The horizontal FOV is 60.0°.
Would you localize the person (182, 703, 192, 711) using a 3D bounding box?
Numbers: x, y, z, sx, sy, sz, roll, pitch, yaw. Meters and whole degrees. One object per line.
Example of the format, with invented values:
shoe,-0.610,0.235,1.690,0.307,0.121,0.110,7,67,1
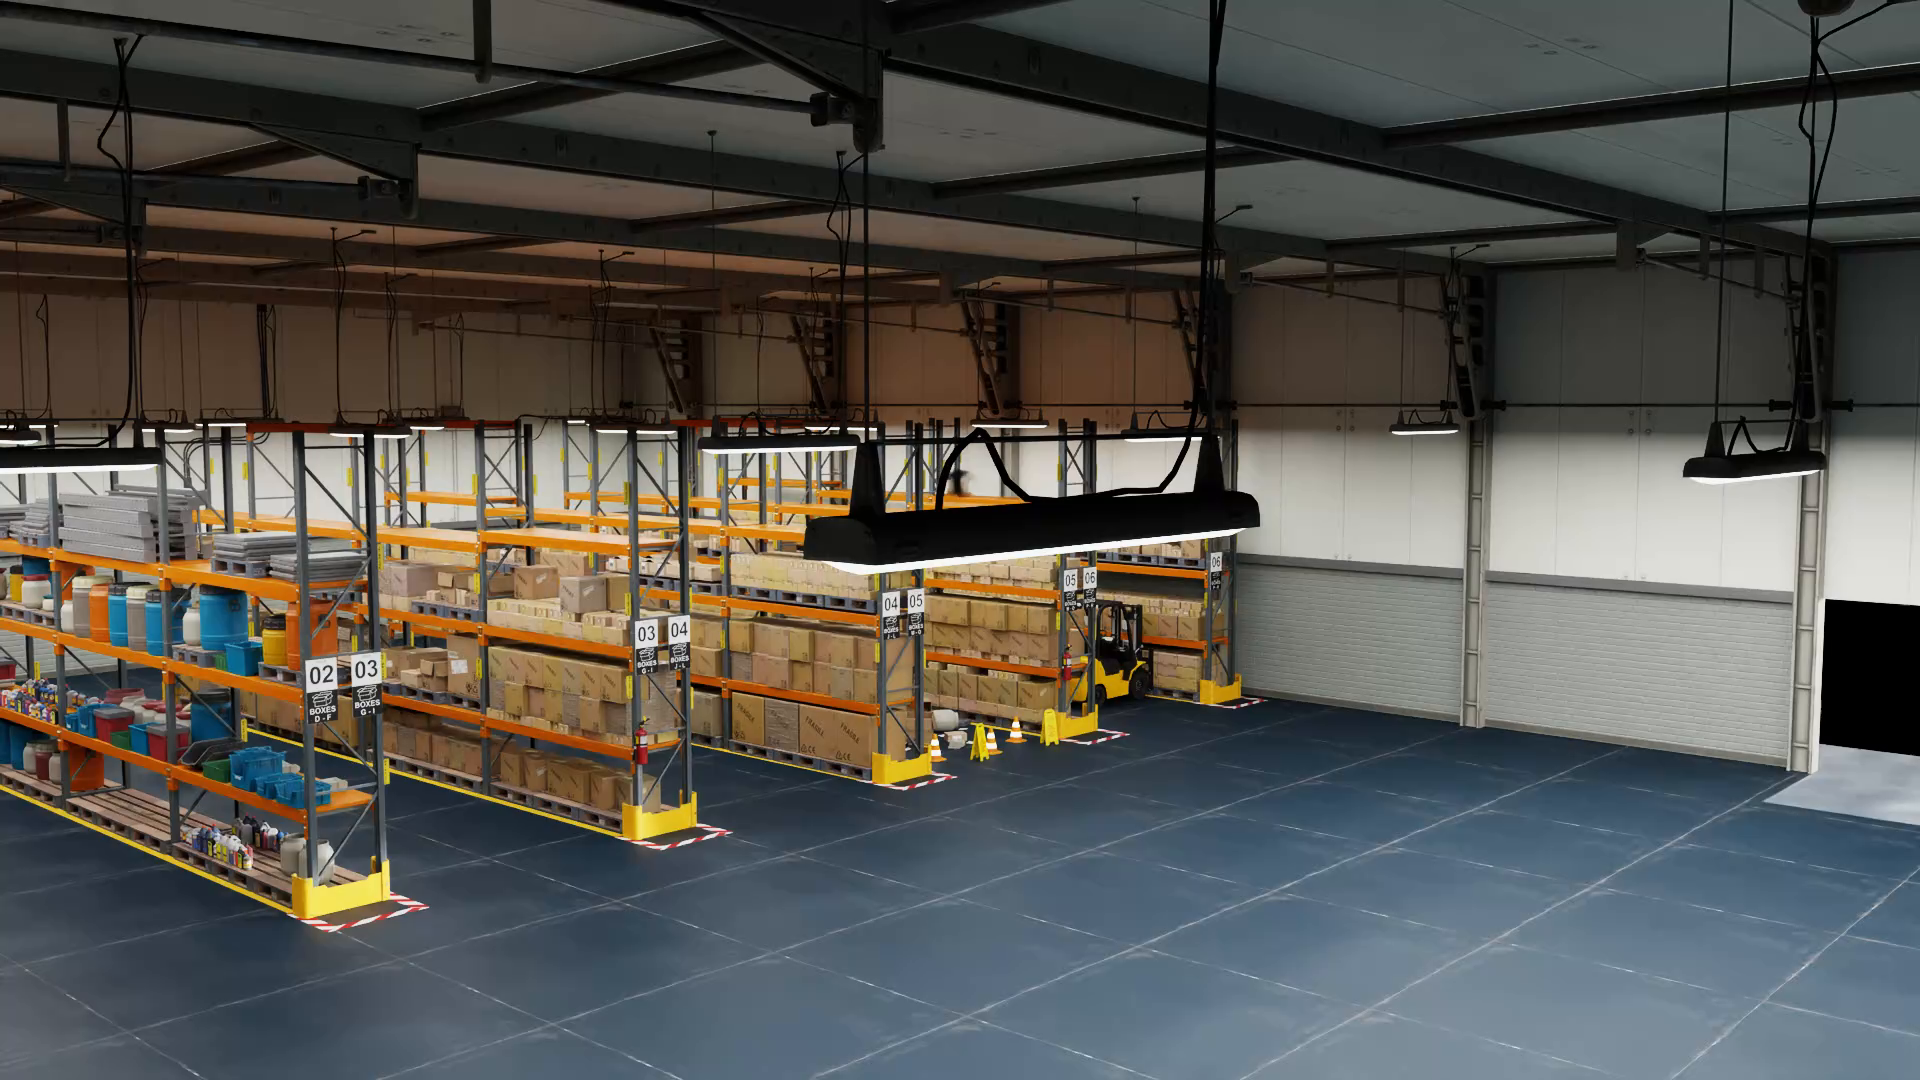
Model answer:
person,-13.171,3.288,28.334,0.880,1.485,0.596,1,5,16
